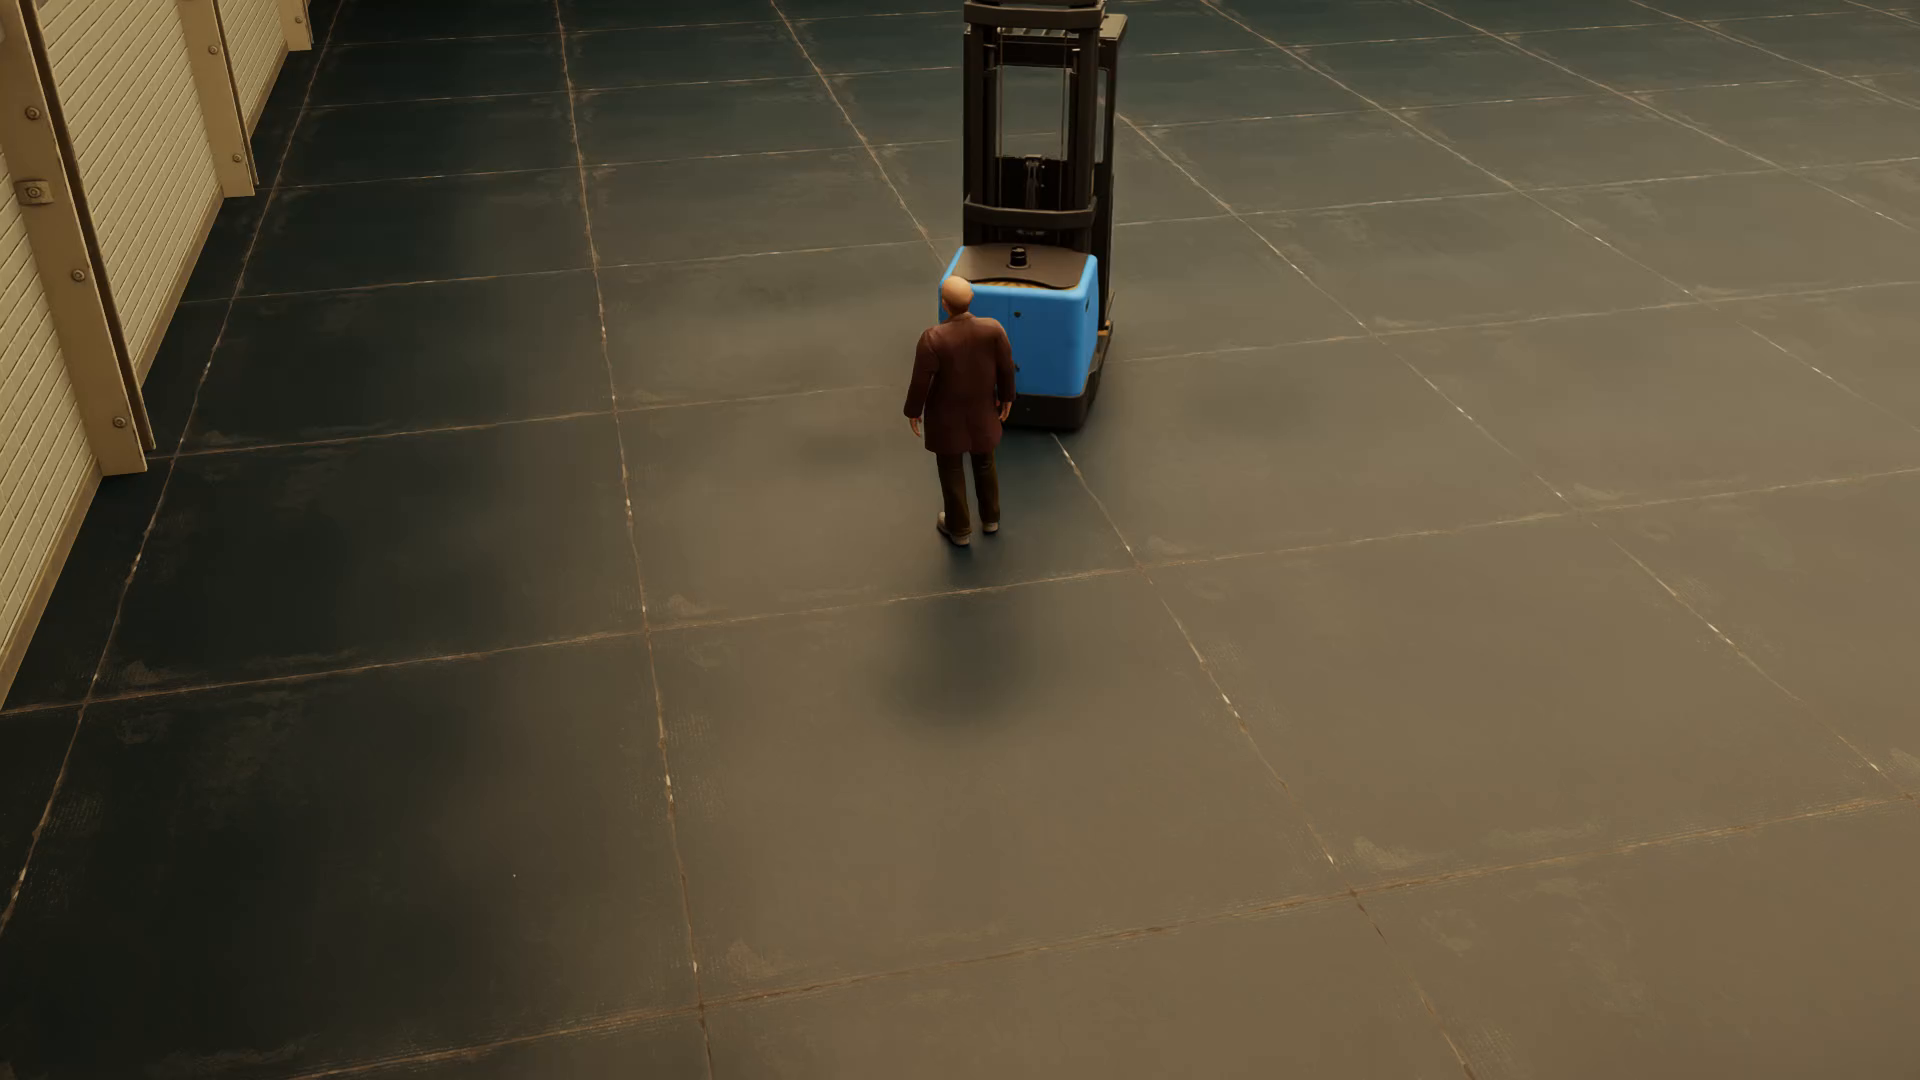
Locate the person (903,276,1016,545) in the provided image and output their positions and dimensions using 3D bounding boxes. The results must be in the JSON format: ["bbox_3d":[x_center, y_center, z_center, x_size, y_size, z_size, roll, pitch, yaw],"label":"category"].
[{"bbox_3d":[-0.017,-0.820,10.128,0.696,1.776,0.582,-7,31,-12],"label":"person"}]

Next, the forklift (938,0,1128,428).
[{"bbox_3d":[0.612,-2.776,12.370,1.130,2.935,3.031,5,30,9],"label":"forklift"}]
